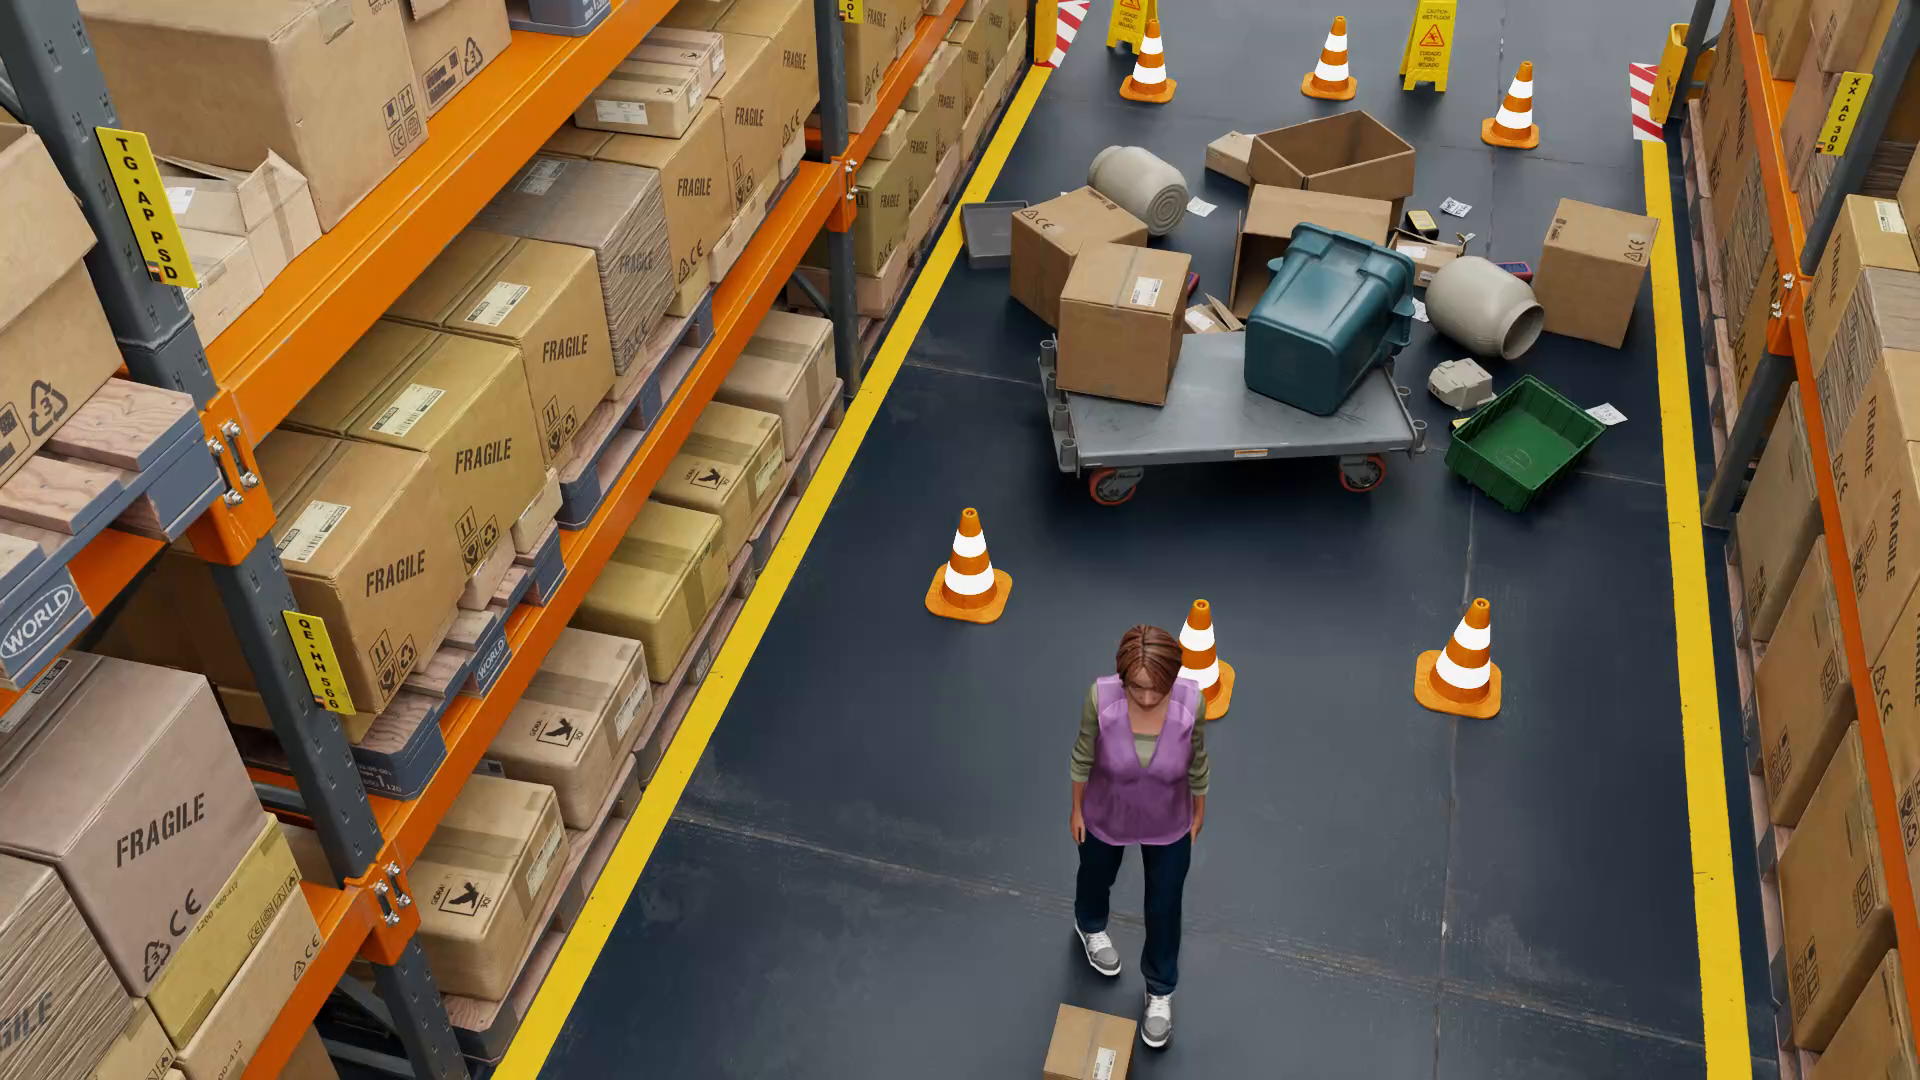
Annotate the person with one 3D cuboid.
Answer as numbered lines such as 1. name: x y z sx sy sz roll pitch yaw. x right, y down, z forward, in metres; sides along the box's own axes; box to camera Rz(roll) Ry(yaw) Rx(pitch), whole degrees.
1. person: 0.546 0.913 5.133 0.430 1.598 0.539 2 42 2
